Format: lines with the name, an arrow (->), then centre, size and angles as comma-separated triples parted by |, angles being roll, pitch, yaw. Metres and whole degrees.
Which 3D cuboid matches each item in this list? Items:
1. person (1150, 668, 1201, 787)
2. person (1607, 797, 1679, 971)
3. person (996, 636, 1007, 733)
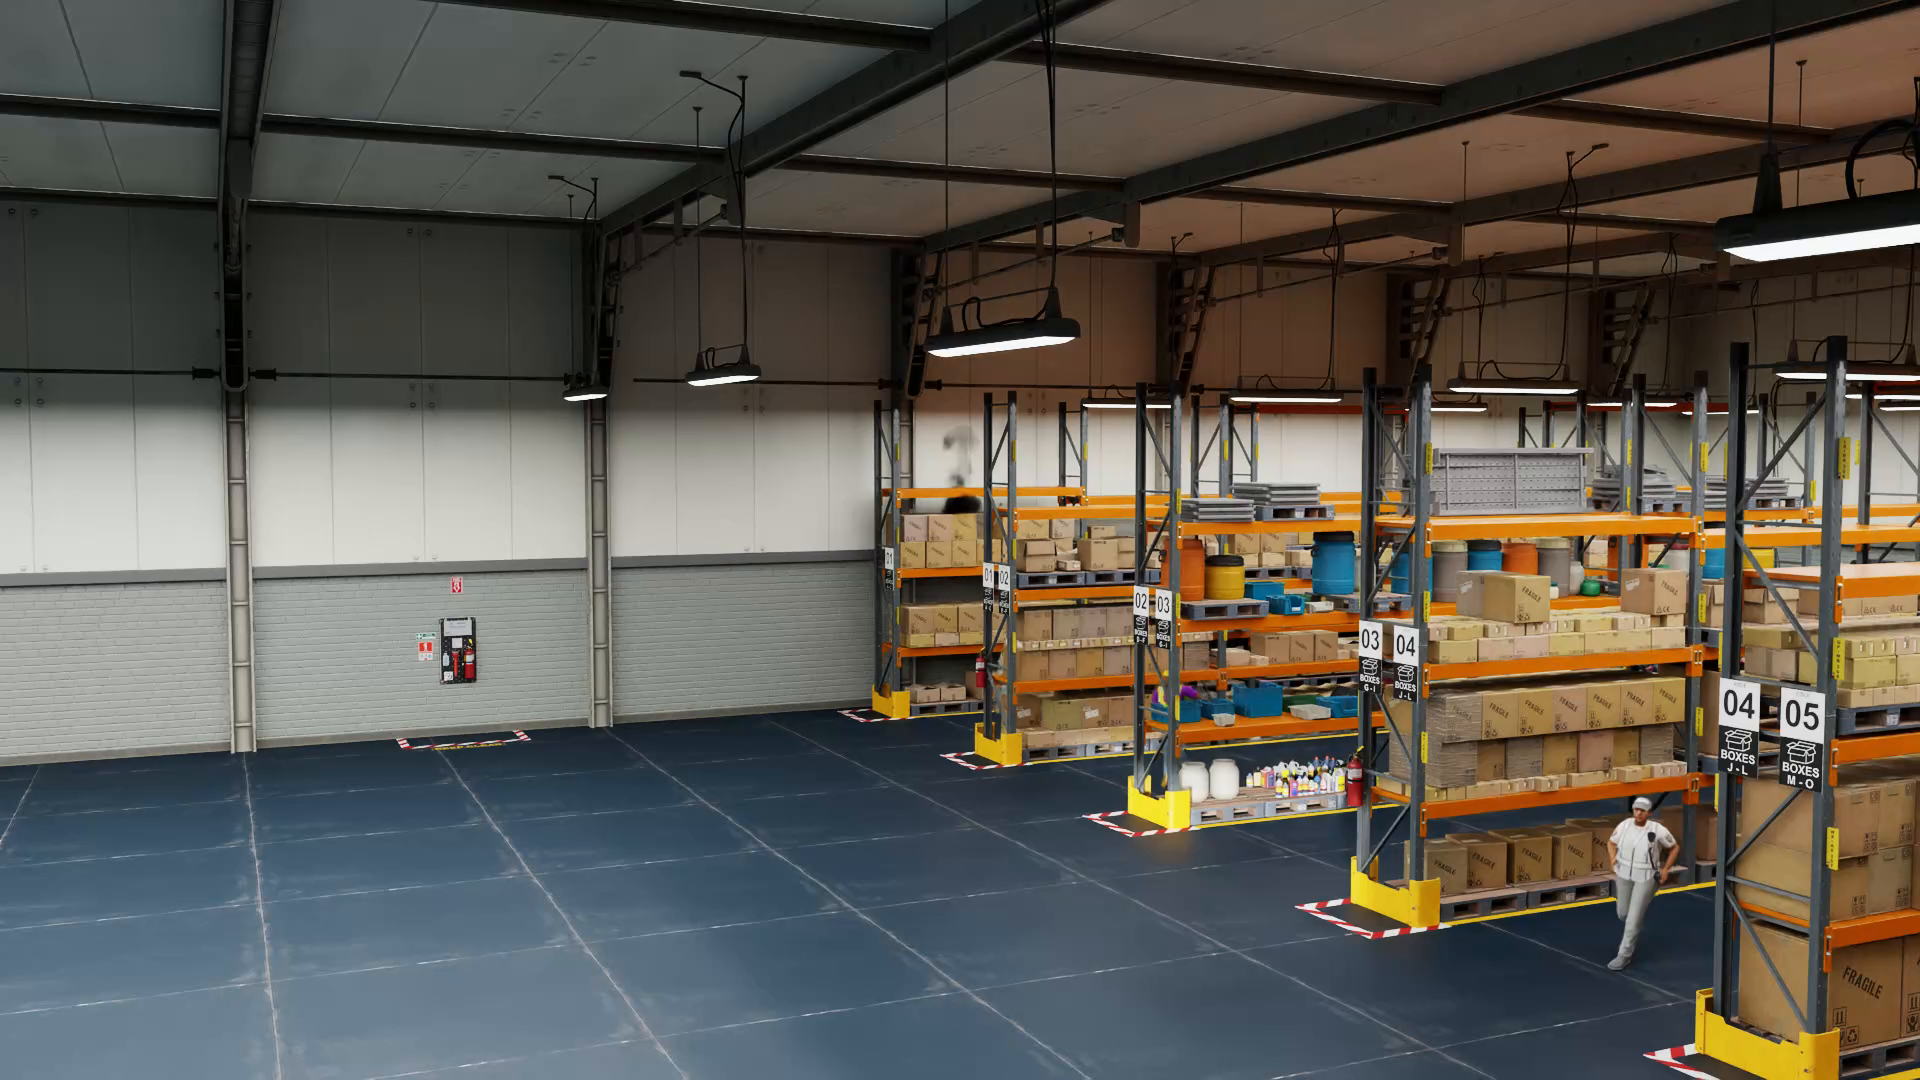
person -> 3.249, 2.825, 25.210 | 0.839, 1.793, 0.729 | -3, 5, -45
person -> 6.742, 3.373, 16.526 | 0.643, 1.659, 0.959 | 3, 5, 43
person -> 0.848, 2.582, 29.639 | 0.573, 1.738, 0.664 | -2, 4, -37
